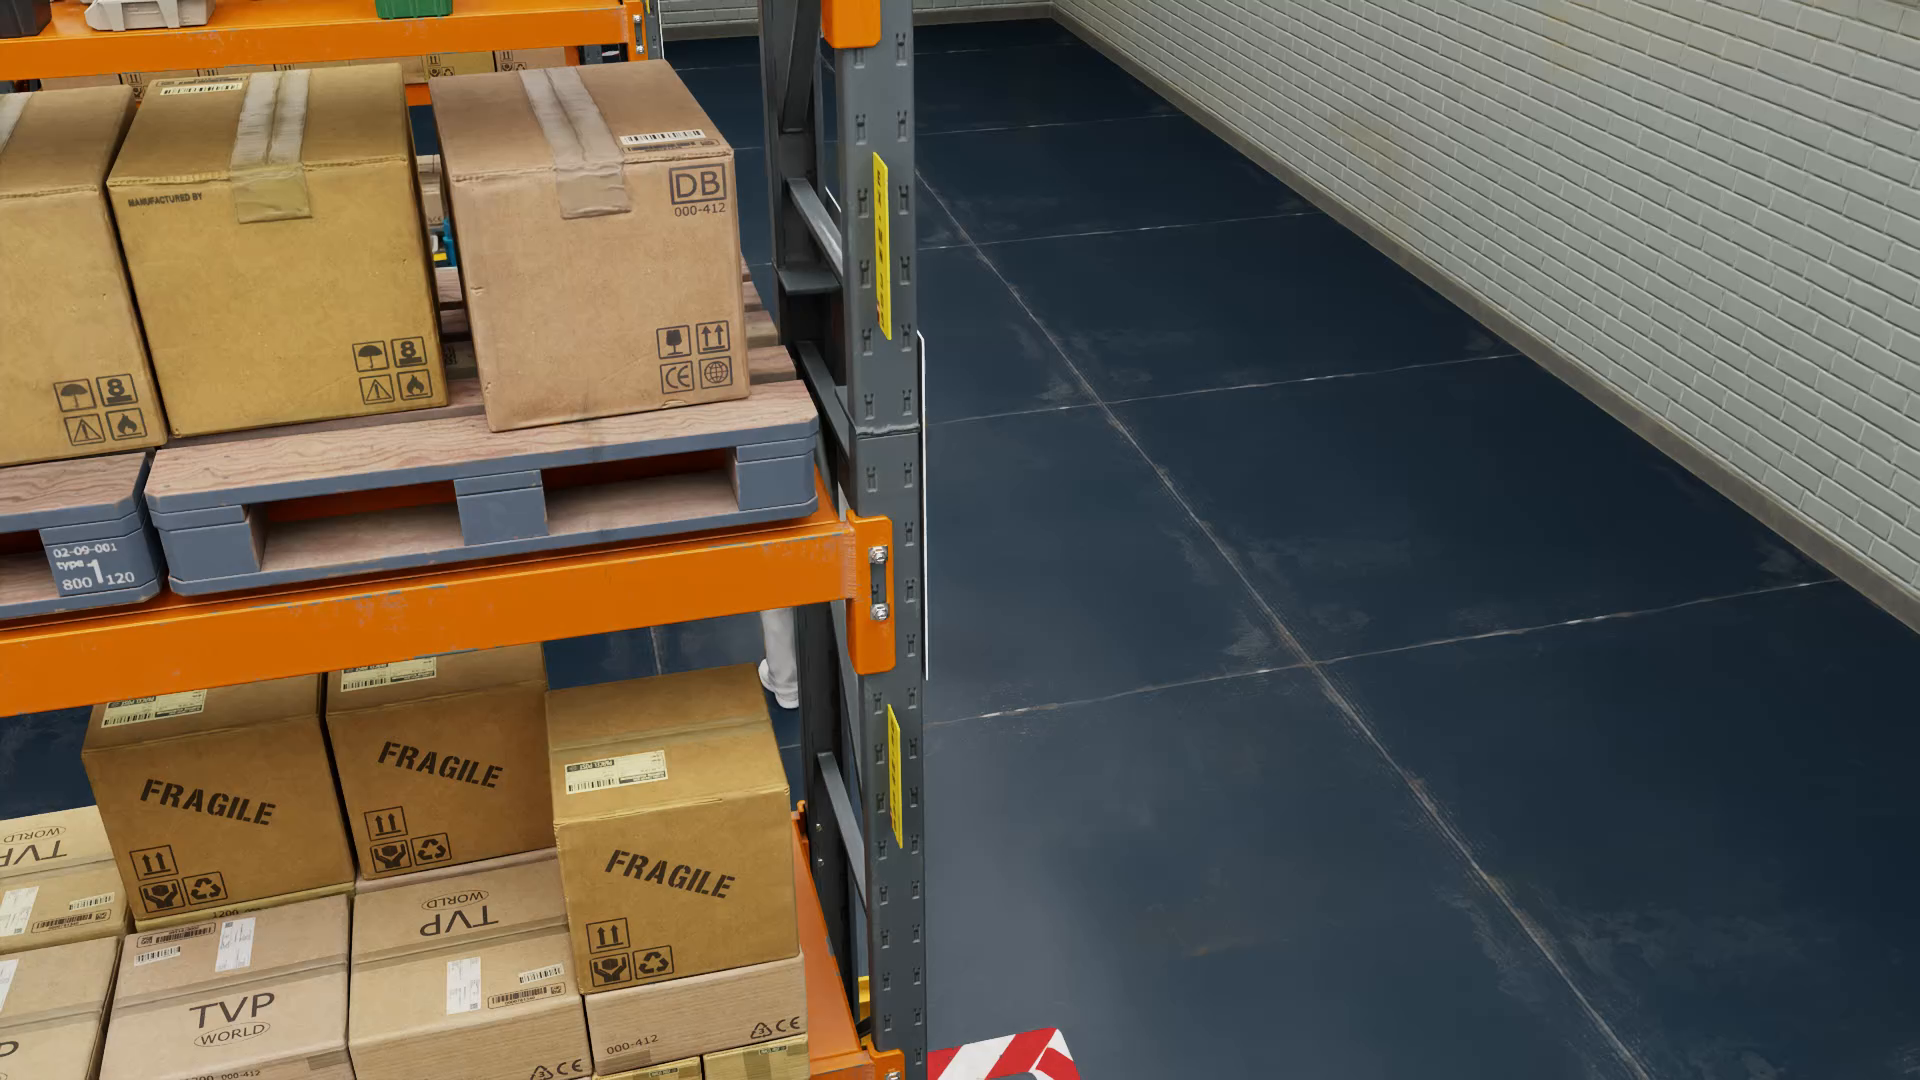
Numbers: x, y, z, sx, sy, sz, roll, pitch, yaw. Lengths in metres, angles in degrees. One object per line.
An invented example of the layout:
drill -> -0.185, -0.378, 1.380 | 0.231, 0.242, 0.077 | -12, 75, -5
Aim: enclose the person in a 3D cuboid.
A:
person -> -0.726, -0.080, 7.285 | 0.647, 1.772, 0.429 | -10, 31, -16
